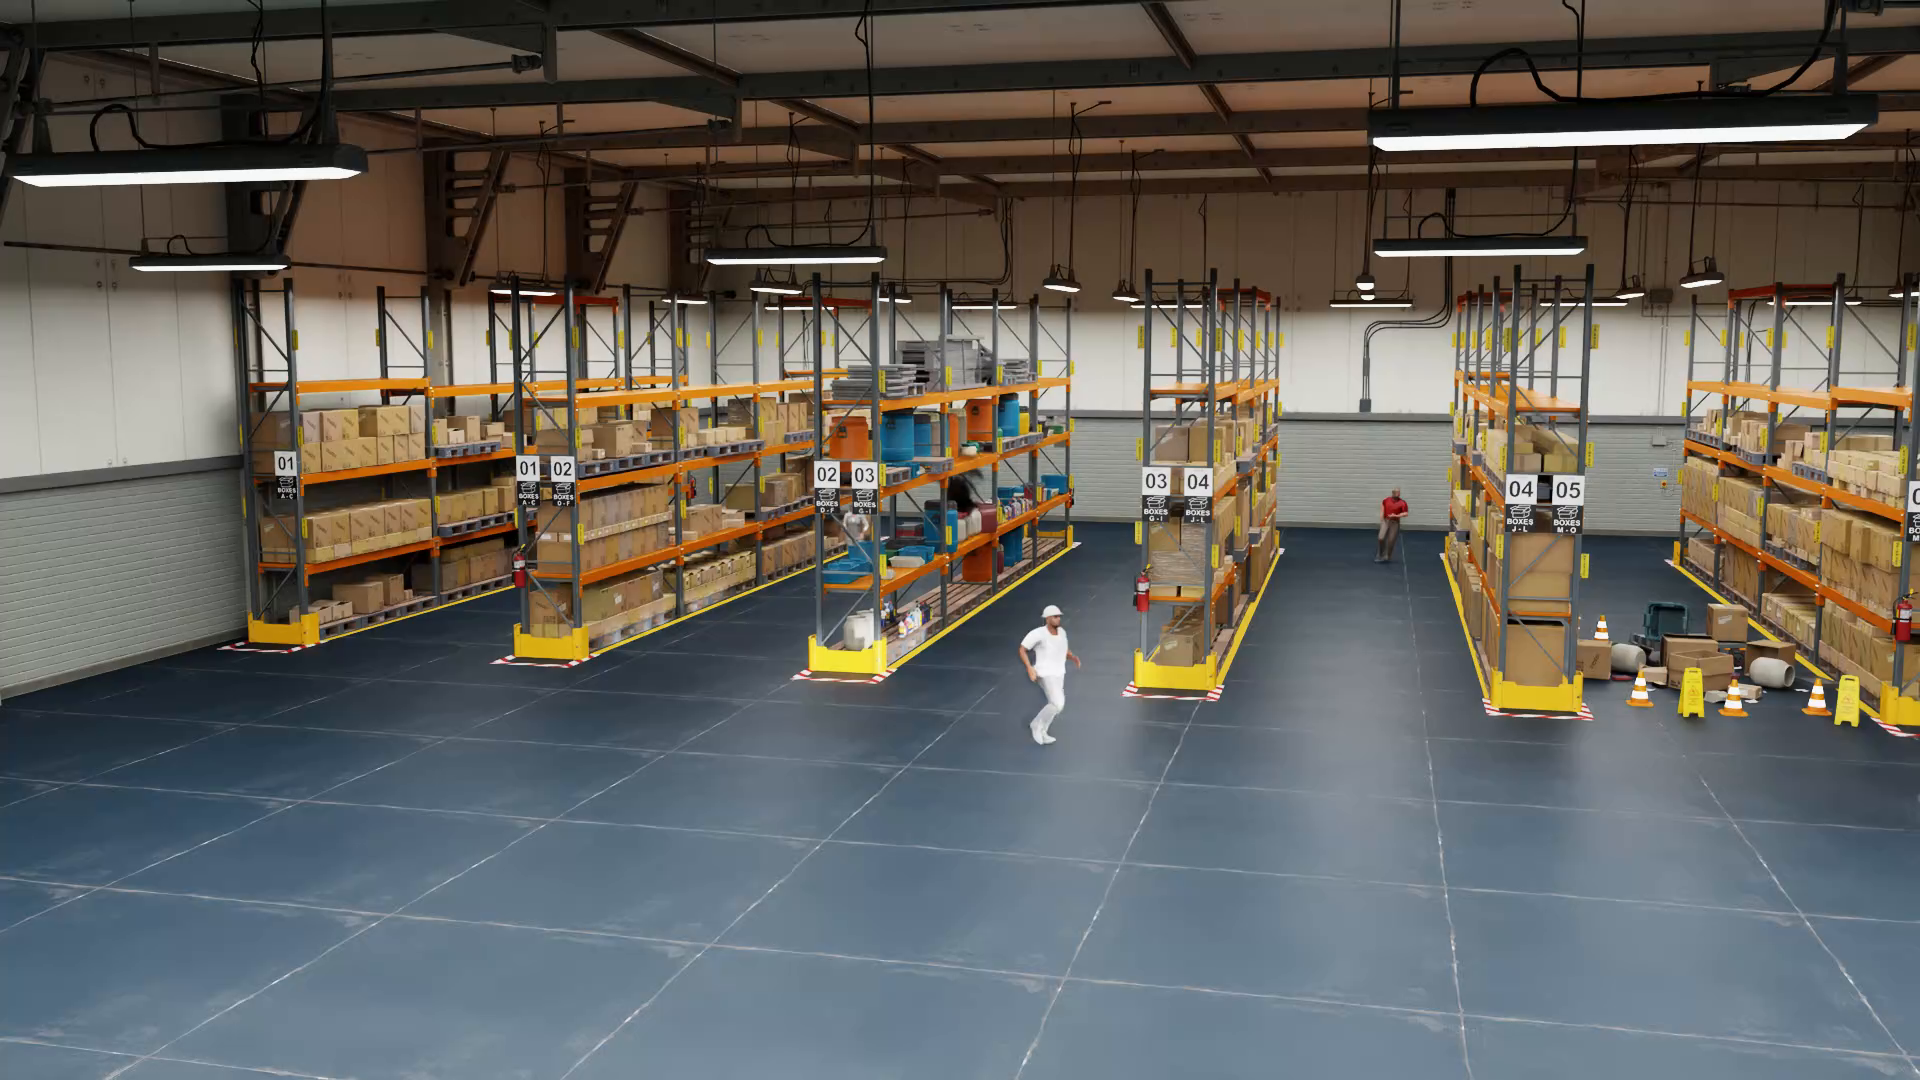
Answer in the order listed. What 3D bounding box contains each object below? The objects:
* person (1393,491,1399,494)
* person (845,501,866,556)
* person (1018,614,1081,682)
[{"bbox_3d":[9.797,-1.071,37.338,0.159,0.059,0.155,3,8,26],"label":"person"},{"bbox_3d":[-2.089,-0.027,32.731,0.483,1.503,0.552,1,7,6],"label":"person"},{"bbox_3d":[1.162,1.293,20.558,0.600,0.894,0.704,6,9,41],"label":"person"}]
